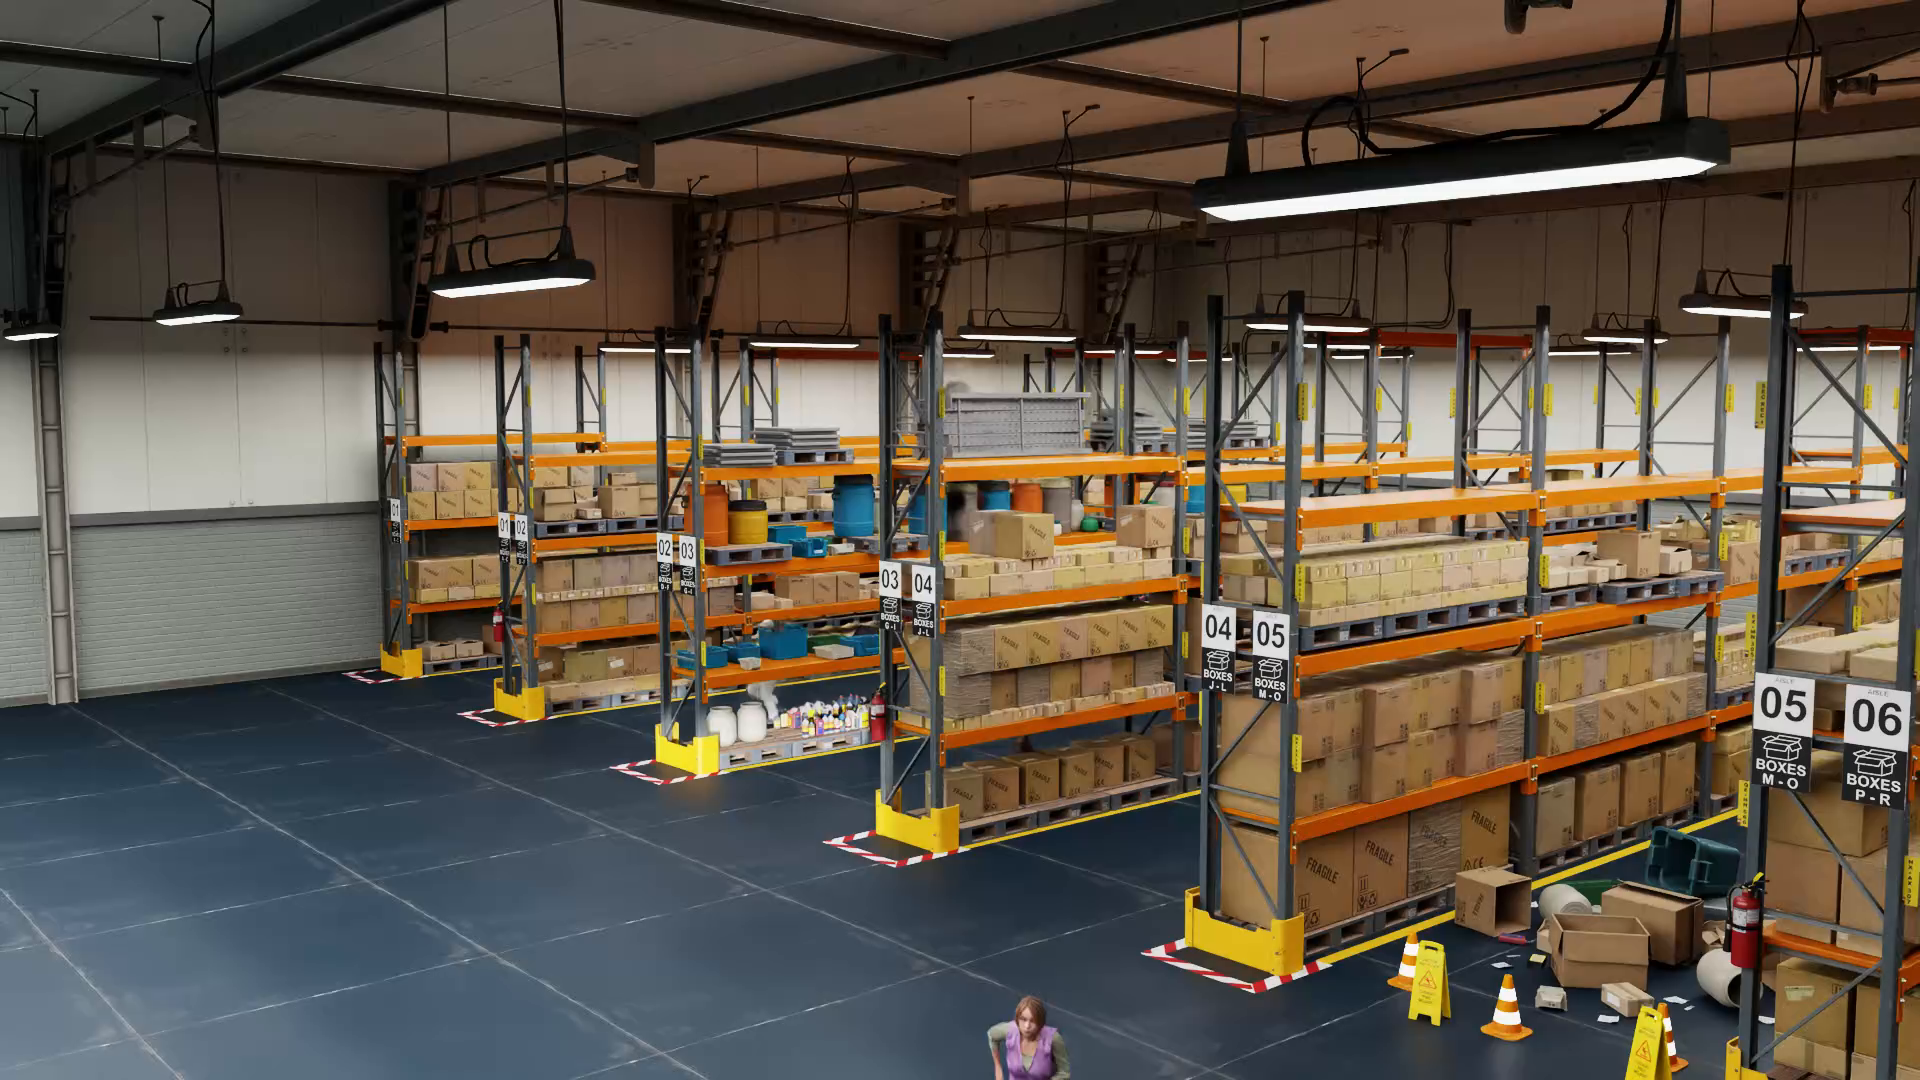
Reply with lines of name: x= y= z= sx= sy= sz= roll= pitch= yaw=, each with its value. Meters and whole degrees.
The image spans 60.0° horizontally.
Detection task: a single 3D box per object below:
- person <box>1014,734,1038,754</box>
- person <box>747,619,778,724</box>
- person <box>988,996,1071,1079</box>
person: x=0.809 y=2.298 z=21.846 sx=0.653 sy=1.742 sz=0.902 roll=4 pitch=7 yaw=39
person: x=-3.009 y=2.027 z=25.642 sx=0.551 sy=1.621 sz=0.609 roll=-4 pitch=6 yaw=-34
person: x=0.414 y=3.489 z=10.159 sx=0.525 sy=1.526 sz=0.685 roll=1 pitch=5 yaw=6
